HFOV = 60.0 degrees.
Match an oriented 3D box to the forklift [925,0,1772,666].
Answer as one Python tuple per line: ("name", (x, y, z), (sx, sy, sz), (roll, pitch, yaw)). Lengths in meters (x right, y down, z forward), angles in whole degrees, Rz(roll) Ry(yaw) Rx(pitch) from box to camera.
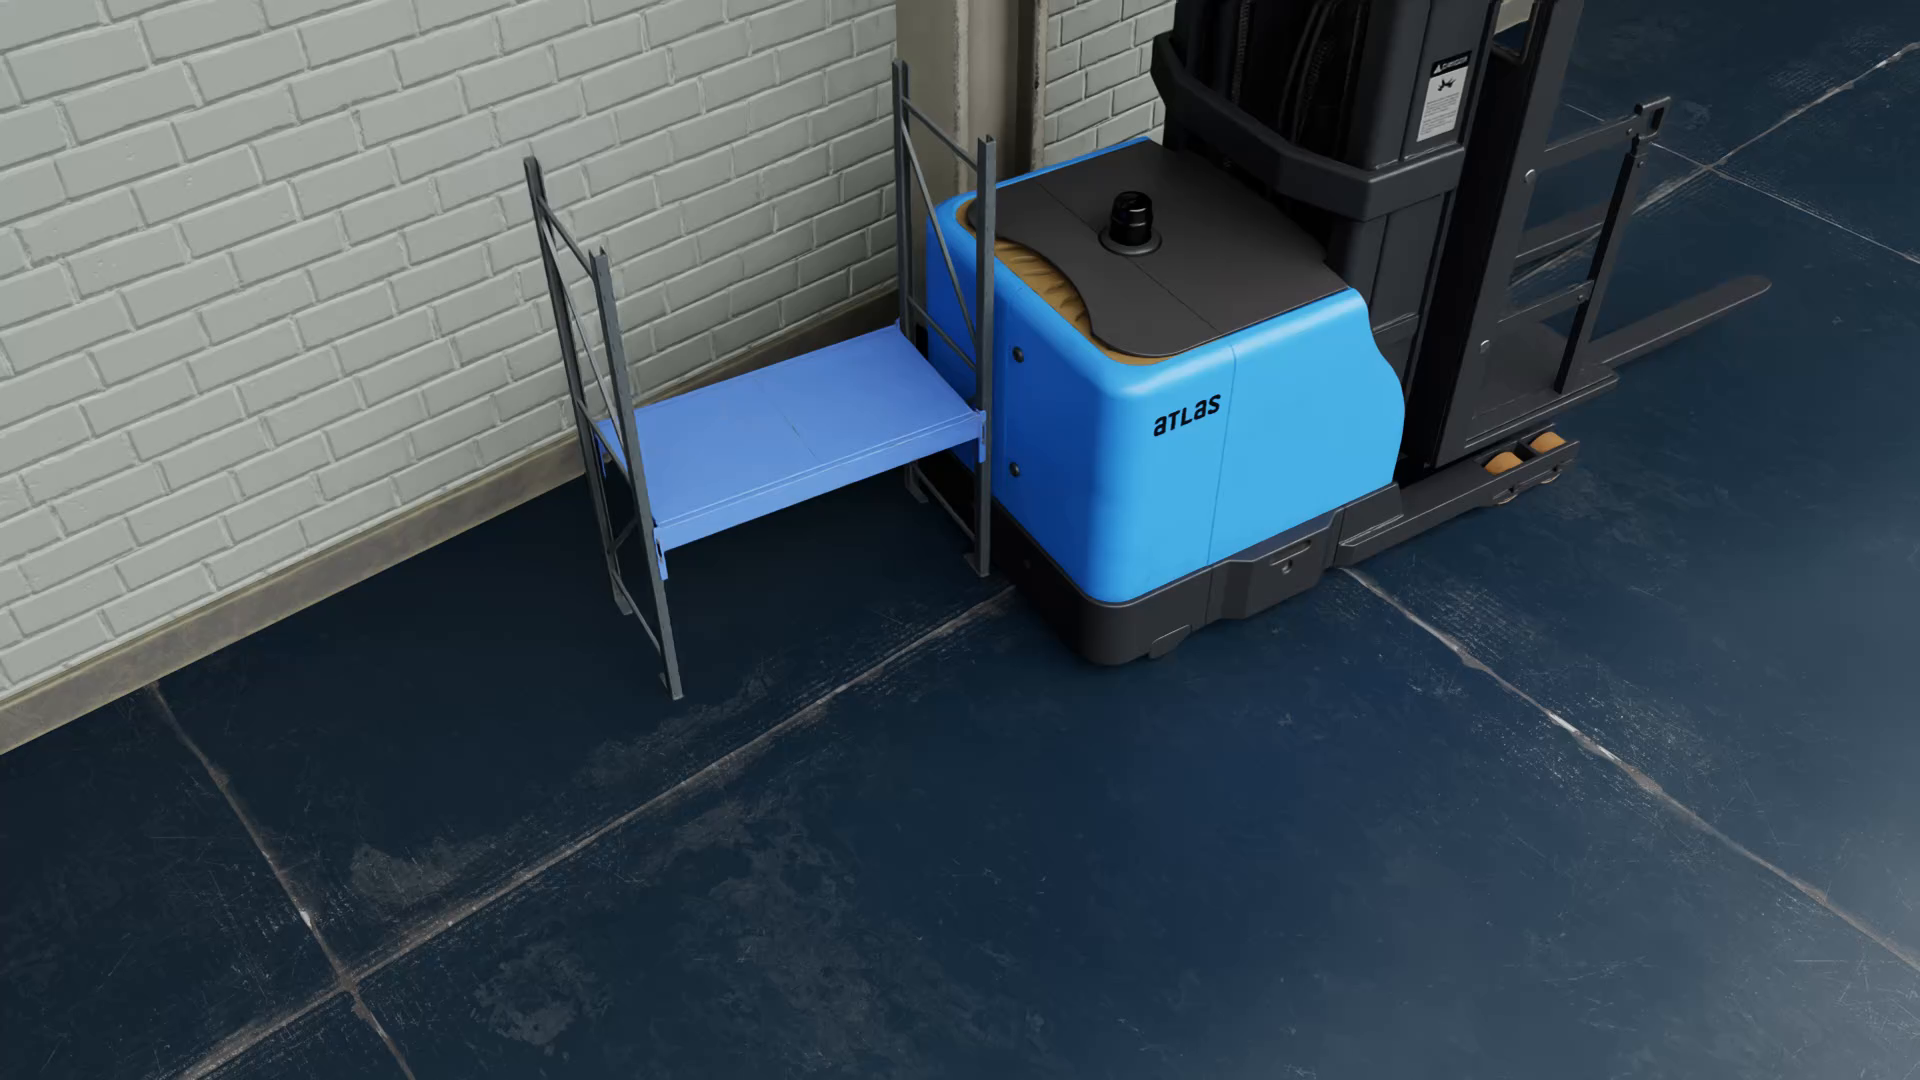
("forklift", (1.414, -1.473, 4.677), (3.031, 2.935, 1.130), (-23, 48, -22))

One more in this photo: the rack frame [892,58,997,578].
("rack frame", (-0.045, -0.582, 4.774), (0.032, 1.500, 0.500), (-21, 47, -21))

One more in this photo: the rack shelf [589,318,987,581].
("rack shelf", (-0.488, -0.279, 4.715), (1.000, 0.185, 0.538), (-21, 47, -21))

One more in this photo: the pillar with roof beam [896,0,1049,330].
("pillar with roof beam", (2.803, -1.867, 0.664), (0.400, 9.000, 9.100), (-30, 51, -28))

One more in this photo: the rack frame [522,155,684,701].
("rack frame", (-0.930, -0.239, 4.409), (0.032, 1.500, 0.500), (-21, 47, -21))

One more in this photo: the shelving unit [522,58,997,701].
("shelving unit", (-0.488, -0.410, 4.592), (1.048, 1.500, 0.538), (-21, 47, -21))
